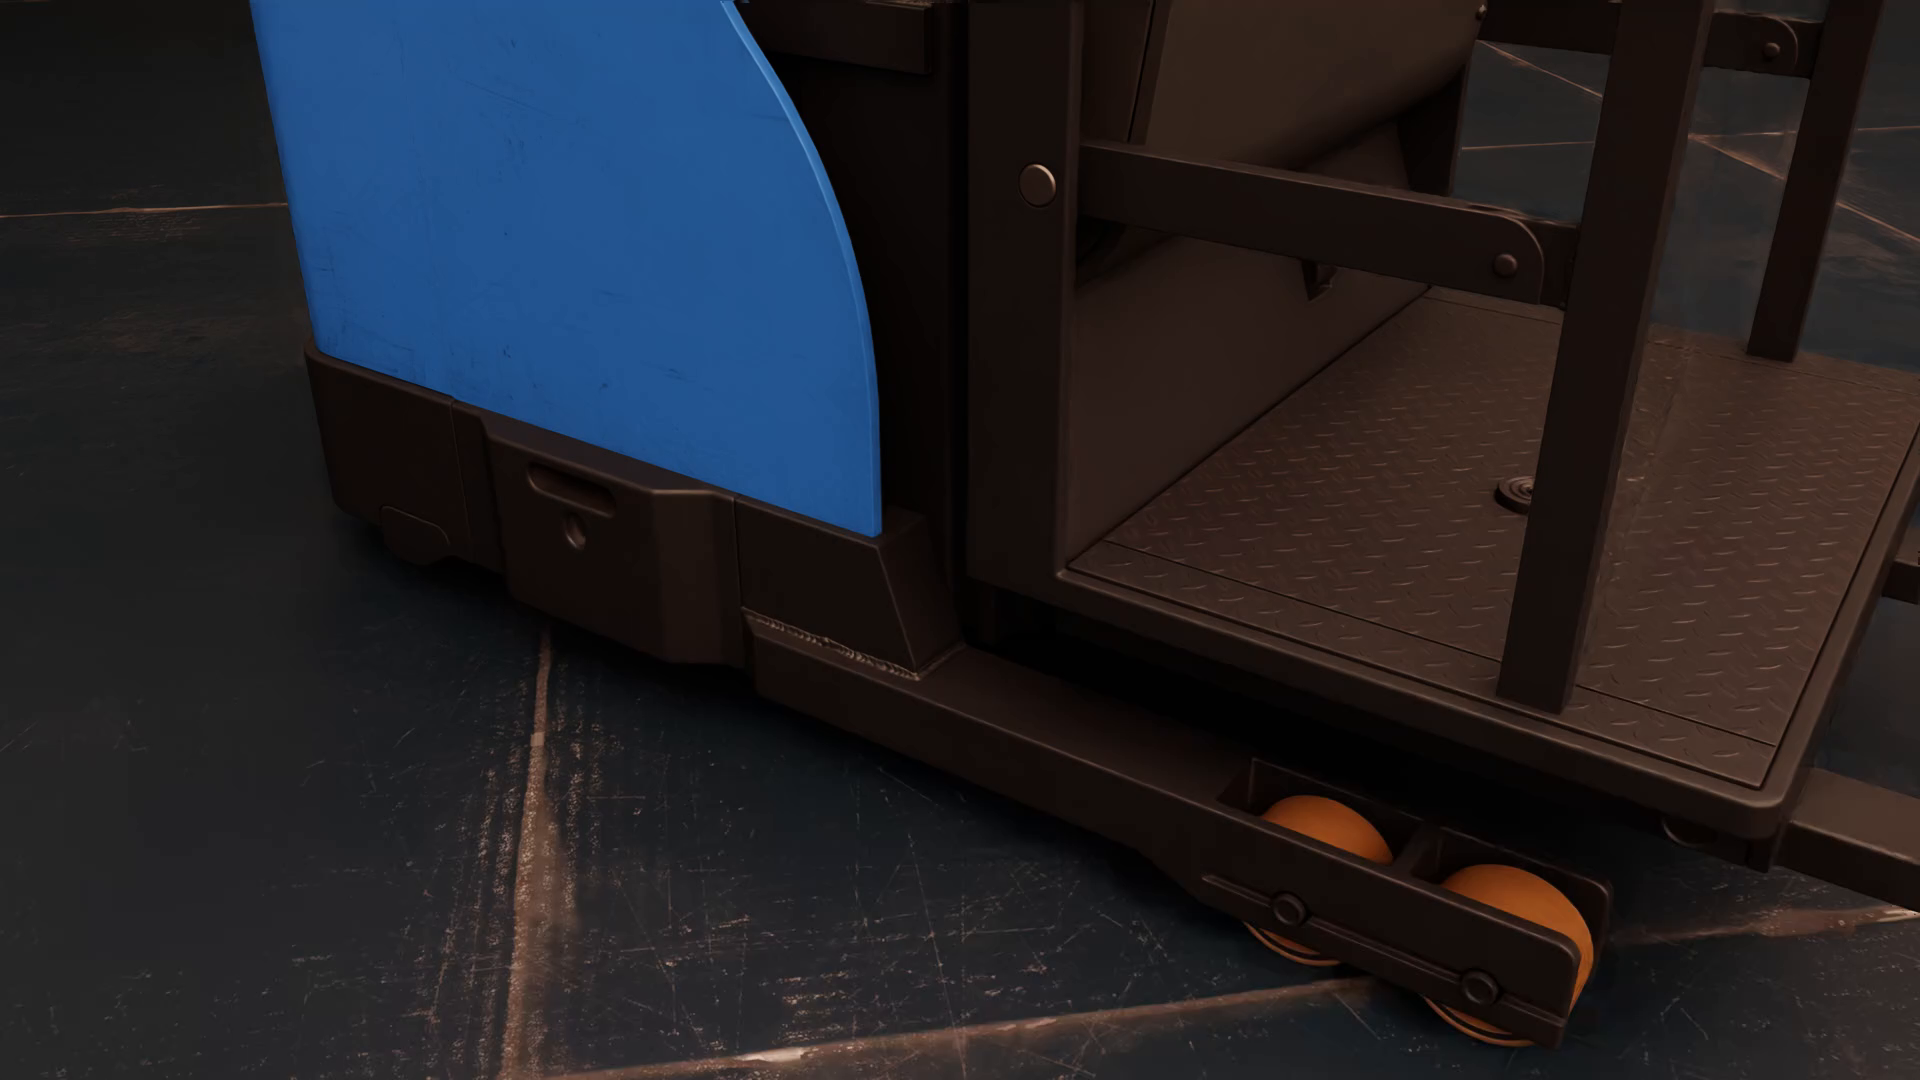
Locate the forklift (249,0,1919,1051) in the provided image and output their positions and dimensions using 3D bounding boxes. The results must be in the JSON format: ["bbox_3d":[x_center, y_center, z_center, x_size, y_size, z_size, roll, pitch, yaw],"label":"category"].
[{"bbox_3d":[0.568,-1.097,1.441,3.031,2.935,1.130,18,33,30],"label":"forklift"}]
